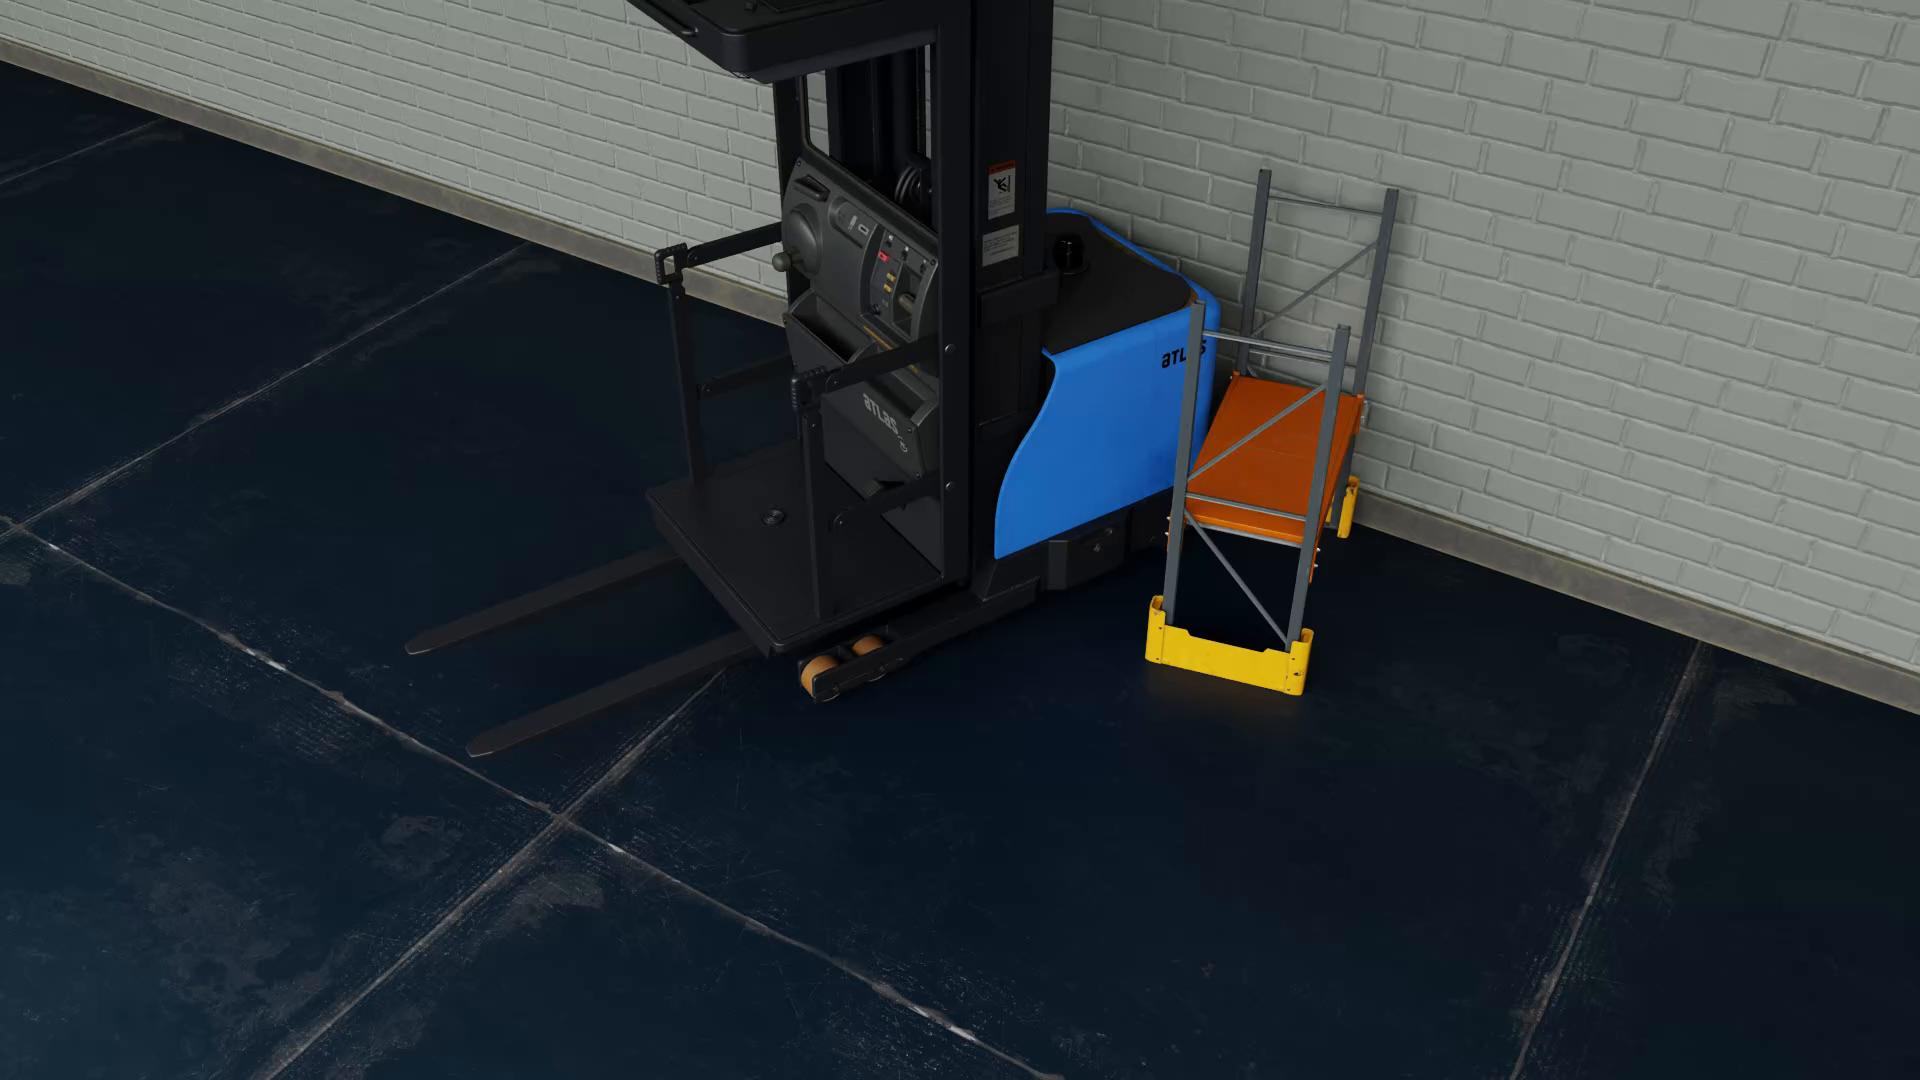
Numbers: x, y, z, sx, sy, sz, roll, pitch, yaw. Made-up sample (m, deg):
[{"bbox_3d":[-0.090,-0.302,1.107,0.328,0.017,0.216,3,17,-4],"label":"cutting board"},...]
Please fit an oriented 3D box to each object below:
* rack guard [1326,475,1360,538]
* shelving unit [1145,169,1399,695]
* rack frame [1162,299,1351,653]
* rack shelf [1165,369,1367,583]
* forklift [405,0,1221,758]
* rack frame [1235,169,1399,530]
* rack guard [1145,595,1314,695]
[{"bbox_3d":[1.315,-0.189,6.790,0.587,0.250,0.087,13,39,16],"label":"rack guard"},{"bbox_3d":[1.144,-0.398,6.038,0.587,1.500,1.083,13,39,16],"label":"shelving unit"},{"bbox_3d":[0.973,-0.112,5.667,0.500,1.500,0.032,13,39,16],"label":"rack frame"},{"bbox_3d":[1.147,-0.261,6.155,0.538,0.185,1.000,13,39,16],"label":"rack shelf"},{"bbox_3d":[-0.525,-0.949,5.581,3.031,2.935,1.130,-22,43,-26],"label":"forklift"},{"bbox_3d":[1.322,-0.695,6.423,0.500,1.500,0.032,13,39,16],"label":"rack frame"},{"bbox_3d":[0.973,0.382,6.049,0.587,0.250,0.087,13,39,16],"label":"rack guard"}]
